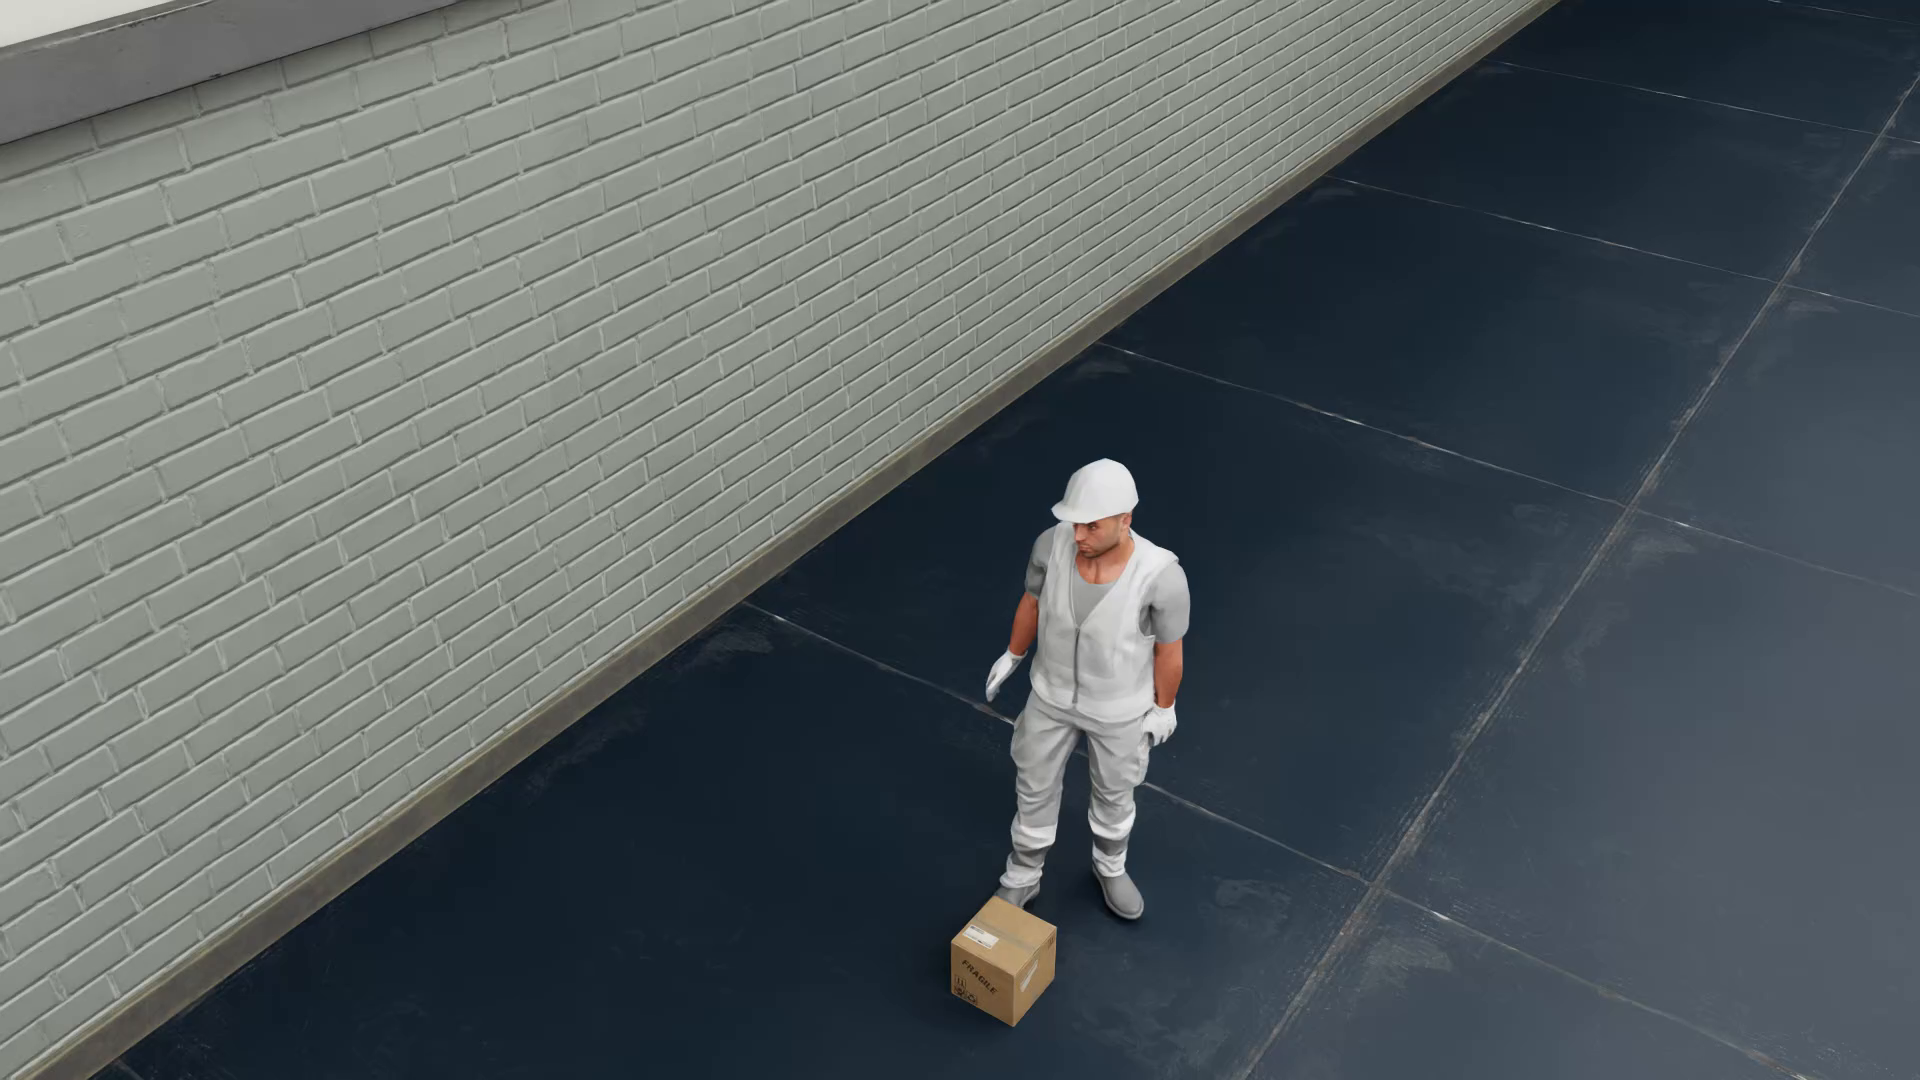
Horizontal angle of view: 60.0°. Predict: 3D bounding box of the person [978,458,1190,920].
[{"bbox_3d":[0.358,0.525,5.315,0.657,1.789,0.506,15,37,20],"label":"person"}]
